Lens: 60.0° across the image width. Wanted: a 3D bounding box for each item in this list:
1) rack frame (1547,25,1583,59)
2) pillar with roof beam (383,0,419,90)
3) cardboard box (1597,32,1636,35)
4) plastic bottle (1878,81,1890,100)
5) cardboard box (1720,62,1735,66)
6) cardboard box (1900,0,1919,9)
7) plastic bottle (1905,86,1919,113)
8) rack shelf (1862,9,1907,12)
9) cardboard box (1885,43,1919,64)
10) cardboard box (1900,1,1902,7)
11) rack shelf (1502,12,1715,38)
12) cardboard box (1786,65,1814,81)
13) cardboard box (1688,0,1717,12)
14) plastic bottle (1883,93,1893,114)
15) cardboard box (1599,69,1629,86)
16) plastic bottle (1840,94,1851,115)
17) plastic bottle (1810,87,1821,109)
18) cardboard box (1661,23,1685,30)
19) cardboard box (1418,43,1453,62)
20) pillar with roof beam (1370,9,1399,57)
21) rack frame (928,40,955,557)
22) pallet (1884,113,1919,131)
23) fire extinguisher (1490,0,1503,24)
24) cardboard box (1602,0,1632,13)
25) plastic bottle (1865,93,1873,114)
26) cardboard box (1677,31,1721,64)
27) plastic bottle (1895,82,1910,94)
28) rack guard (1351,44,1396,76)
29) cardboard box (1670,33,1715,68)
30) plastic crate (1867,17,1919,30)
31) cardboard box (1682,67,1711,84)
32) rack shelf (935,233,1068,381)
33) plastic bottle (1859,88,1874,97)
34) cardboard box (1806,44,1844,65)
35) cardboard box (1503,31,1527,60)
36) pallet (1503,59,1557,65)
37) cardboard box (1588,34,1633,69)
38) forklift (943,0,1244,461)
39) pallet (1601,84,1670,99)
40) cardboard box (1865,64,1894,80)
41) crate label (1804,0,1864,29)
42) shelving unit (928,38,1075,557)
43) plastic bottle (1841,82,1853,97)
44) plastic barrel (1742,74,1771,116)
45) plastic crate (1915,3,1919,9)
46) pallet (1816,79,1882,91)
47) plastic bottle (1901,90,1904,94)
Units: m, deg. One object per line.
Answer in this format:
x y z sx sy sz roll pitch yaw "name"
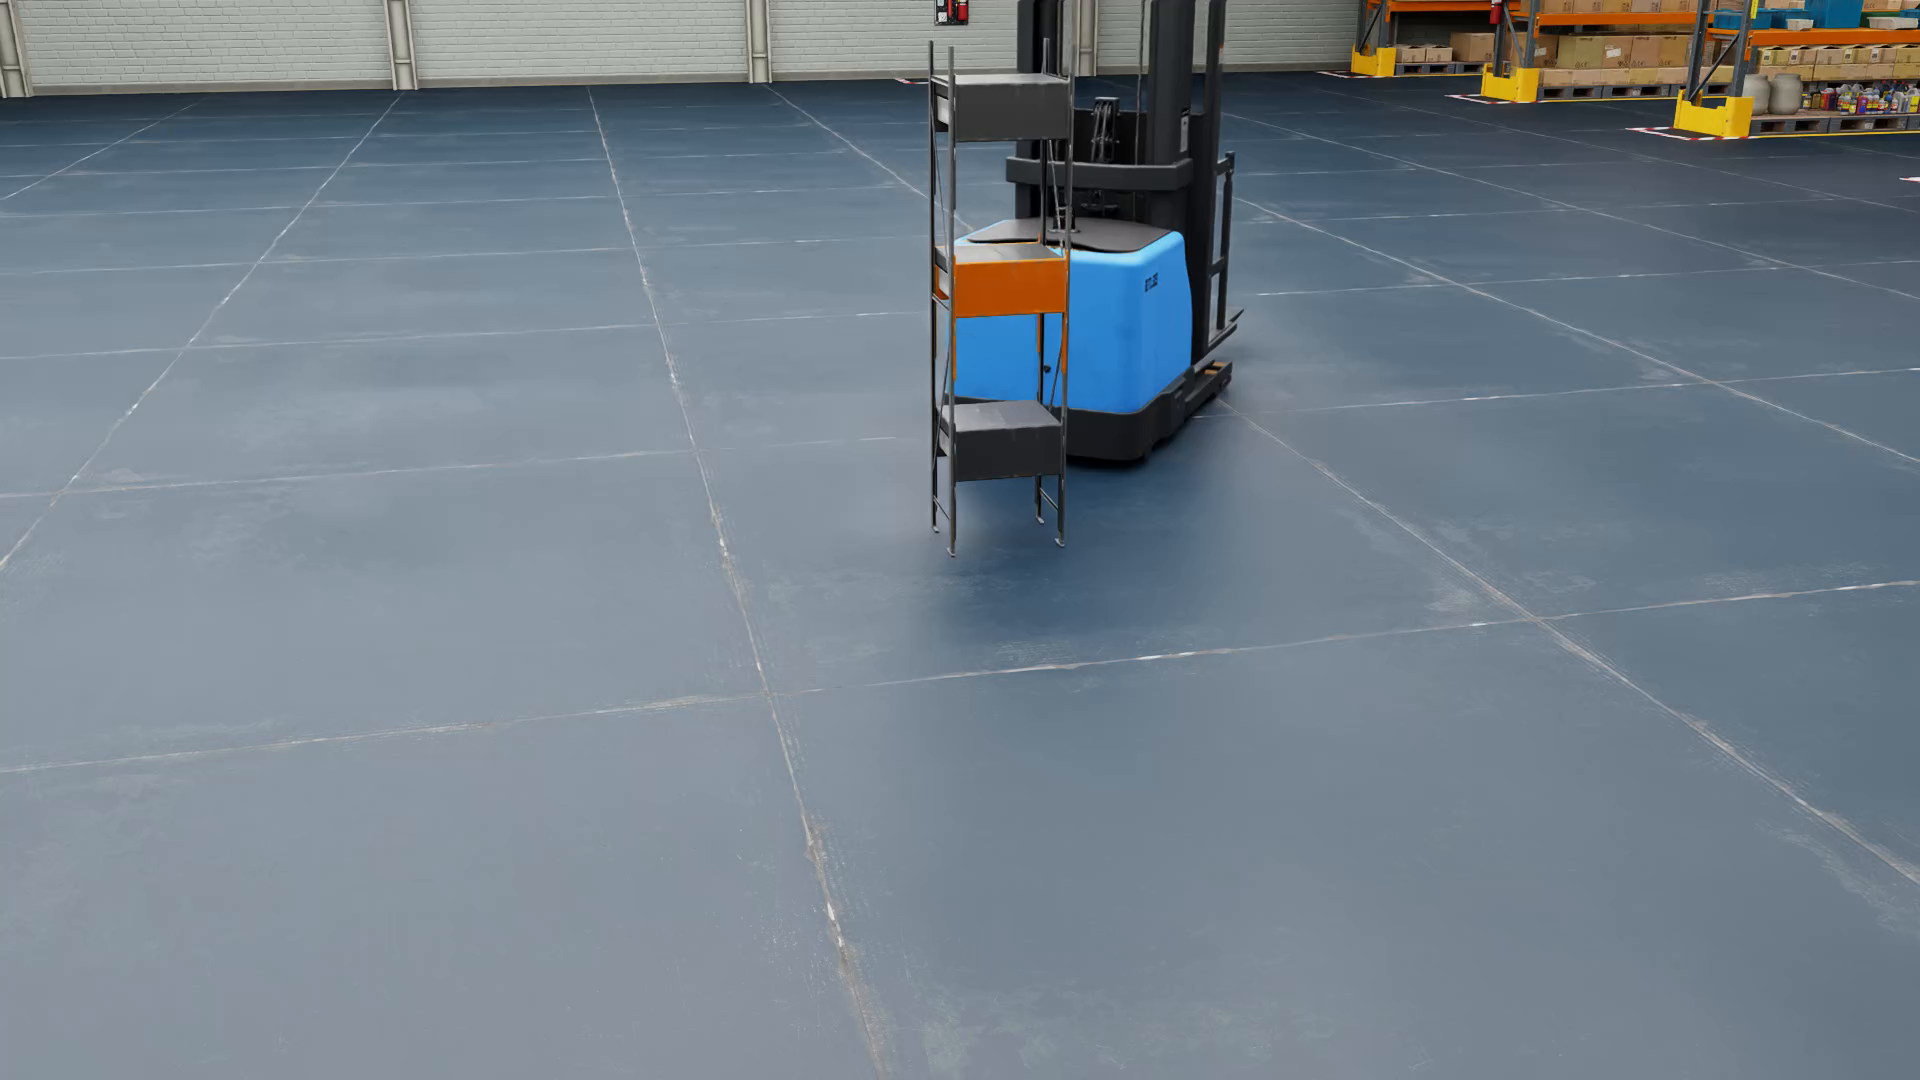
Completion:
11.540 -10.454 31.491 0.127 3.000 1.000 -5 21 -12 "rack frame"
-8.397 -10.433 22.713 0.400 9.000 9.100 -5 21 -12 "pillar with roof beam"
10.701 -8.003 27.097 0.500 0.500 0.500 -5 21 -12 "cardboard box"
12.755 -6.160 22.982 0.185 0.351 0.144 -6 21 -15 "plastic bottle"
13.020 -7.832 27.720 0.500 0.250 0.500 -5 21 -13 "cardboard box"
15.764 -8.831 27.426 0.250 0.149 0.380 -5 21 -12 "cardboard box"
12.758 -5.912 22.304 0.185 0.351 0.144 -5 21 -13 "plastic bottle"
14.630 -8.616 27.521 4.000 0.370 1.077 -5 21 -12 "rack shelf"
15.619 -8.115 27.677 0.500 0.311 0.500 -5 21 -13 "cardboard box"
15.661 -9.065 27.828 0.500 0.311 0.500 -5 21 -13 "cardboard box"
10.737 -8.300 26.657 4.000 0.370 1.077 -5 21 -12 "rack shelf"
13.630 -7.691 27.336 0.500 0.250 0.500 -4 21 -11 "cardboard box"
11.741 -8.762 26.726 0.500 0.500 0.700 -5 21 -13 "cardboard box"
12.391 -5.837 22.214 0.097 0.271 0.097 0 20 0 "plastic bottle"
10.336 -7.433 26.633 0.500 0.250 0.500 -5 21 -12 "cardboard box"
11.763 -5.785 22.074 0.097 0.271 0.097 0 20 0 "plastic bottle"
11.723 -6.059 22.805 0.133 0.283 0.061 -4 21 -11 "plastic bottle"
13.675 -10.014 32.196 0.500 0.250 0.500 -5 21 -13 "cardboard box"
8.896 -9.151 31.204 0.500 0.311 0.500 -3 20 -8 "cardboard box"
9.120 -11.858 26.603 0.400 9.000 9.100 -5 21 -12 "pillar with roof beam"
-0.076 -0.980 6.936 0.015 2.100 0.400 -5 21 -12 "rack frame"
13.156 -5.789 22.811 1.213 0.211 1.003 -5 21 -12 "pallet"
8.569 -8.589 26.513 0.183 0.674 0.296 -5 21 -12 "fire extinguisher"
10.242 -8.639 26.393 0.500 0.500 0.700 -5 21 -12 "cardboard box"
12.096 -5.813 22.148 0.097 0.271 0.097 0 20 0 "plastic bottle"
12.160 -8.122 27.423 0.500 0.500 0.500 -5 21 -12 "cardboard box"
12.972 -6.127 22.891 0.185 0.351 0.144 -5 21 -12 "plastic bottle"
7.721 -8.969 31.073 0.348 0.500 1.175 -5 21 -12 "rack guard"
11.793 -7.908 26.840 0.500 0.500 0.500 -5 21 -12 "cardboard box"
12.297 -6.800 21.901 0.437 0.136 0.530 -5 21 -12 "plastic crate"
11.793 -7.556 26.967 0.500 0.250 0.500 -5 21 -12 "cardboard box"
0.161 -0.986 6.994 0.480 0.518 0.431 -5 21 -12 "rack shelf"
12.400 -6.044 22.773 0.135 0.276 0.152 -5 21 -12 "plastic bottle"
14.134 -7.994 27.347 0.500 0.311 0.500 -5 21 -14 "cardboard box"
10.539 -9.391 31.584 0.500 0.500 0.500 -6 21 -17 "cardboard box"
10.894 -9.079 31.793 1.213 0.211 1.003 -5 21 -12 "pallet"
10.333 -7.789 26.515 0.500 0.500 0.500 -5 21 -12 "cardboard box"
0.945 -2.236 9.158 1.130 2.935 3.031 8 22 21 "forklift"
10.710 -7.340 27.044 1.213 0.211 1.003 -5 21 -12 "pallet"
15.129 -7.814 27.673 0.500 0.250 0.500 -4 21 -11 "cardboard box"
11.656 -7.074 22.212 0.616 0.435 0.502 -5 21 -12 "crate label"
0.161 -0.999 6.989 0.503 2.100 0.431 -5 21 -12 "shelving unit"
12.160 -6.112 22.850 0.185 0.351 0.144 -4 20 -10 "plastic bottle"
10.550 -5.927 22.141 0.421 0.512 0.421 0 20 0 "plastic barrel"
13.281 -7.109 22.452 0.504 0.338 0.767 -5 21 -12 "plastic crate"
14.581 -7.656 27.906 1.213 0.211 1.003 -5 21 -12 "pallet"
12.709 -5.913 22.404 0.133 0.283 0.061 -5 21 -12 "plastic bottle"
